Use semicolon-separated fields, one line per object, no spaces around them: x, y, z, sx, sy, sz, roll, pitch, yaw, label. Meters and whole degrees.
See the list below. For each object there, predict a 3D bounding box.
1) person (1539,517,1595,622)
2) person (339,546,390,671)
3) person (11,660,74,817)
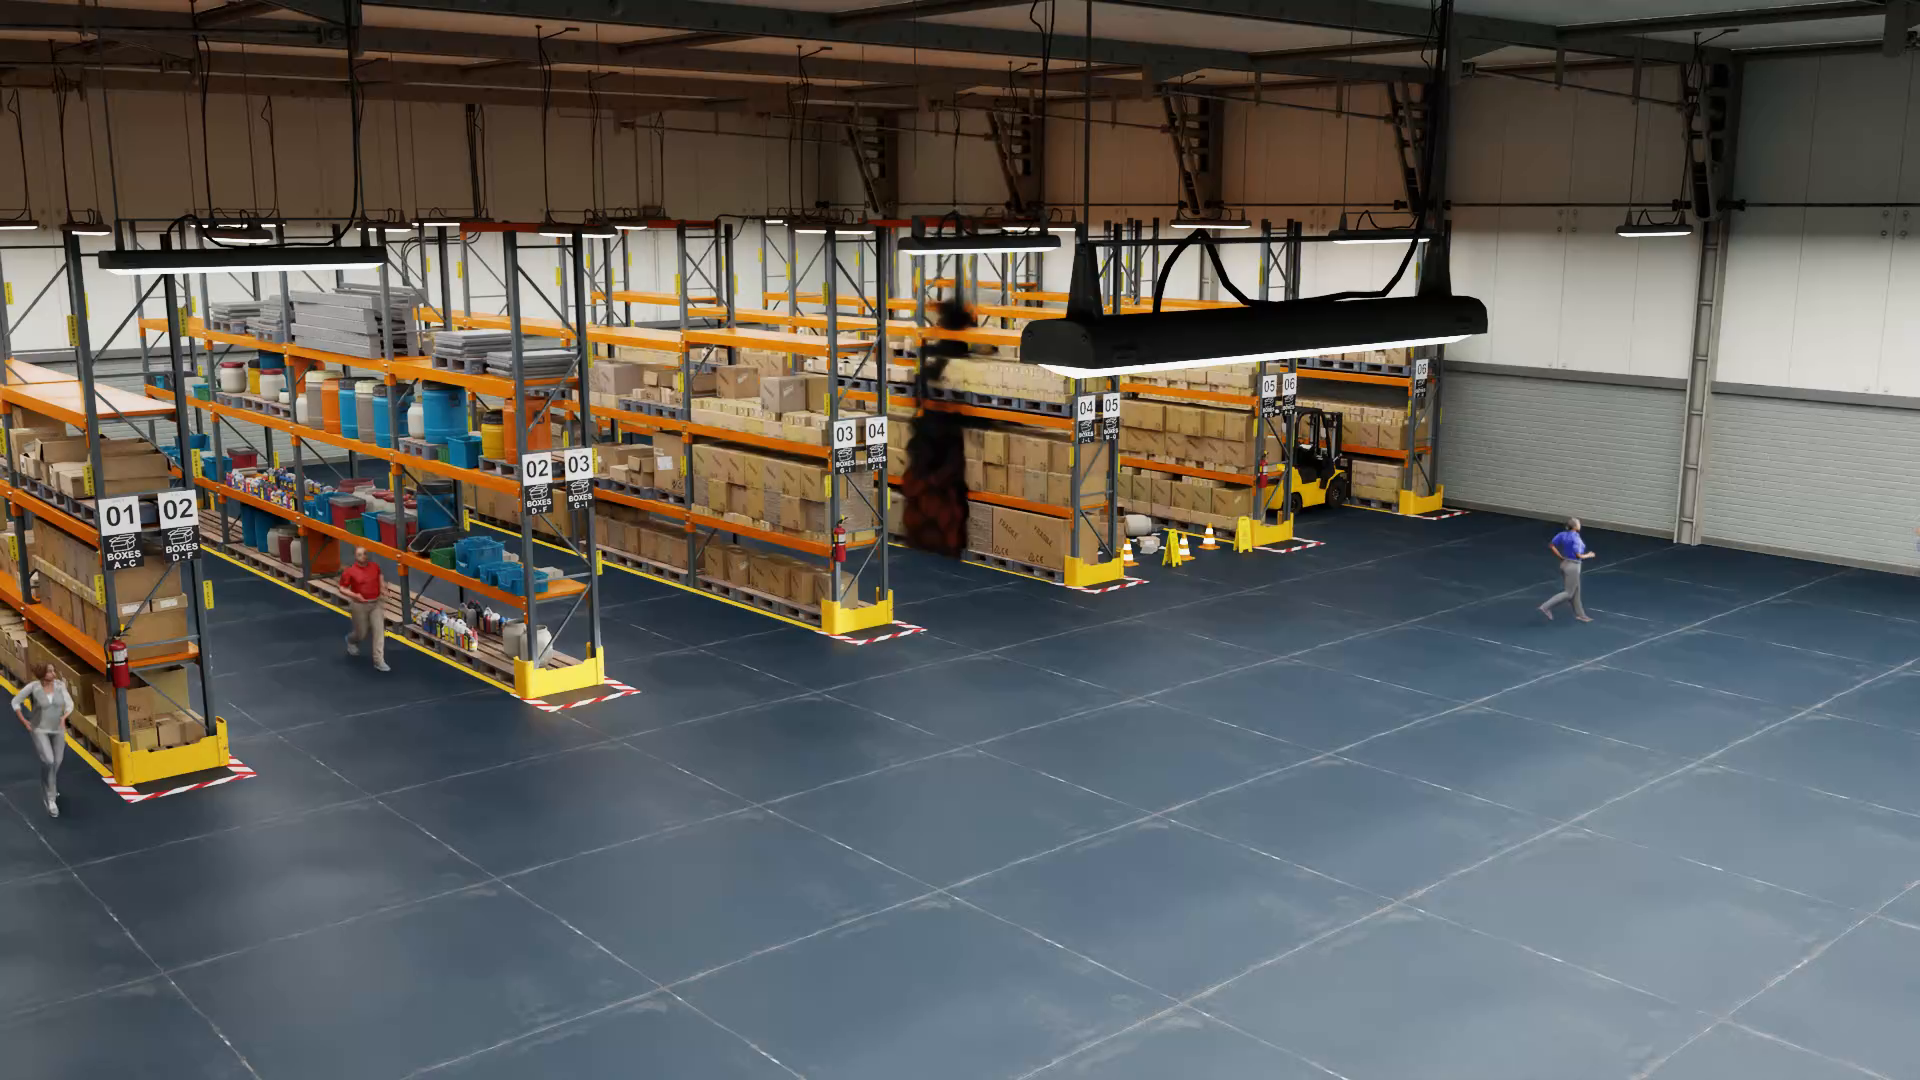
9.276;0.472;25.308;0.923;1.645;0.579;-1;12;-7;person
-8.198;0.925;22.990;0.678;1.686;0.992;-10;15;-40;person
-9.680;2.062;17.661;0.685;1.620;0.539;9;15;38;person
